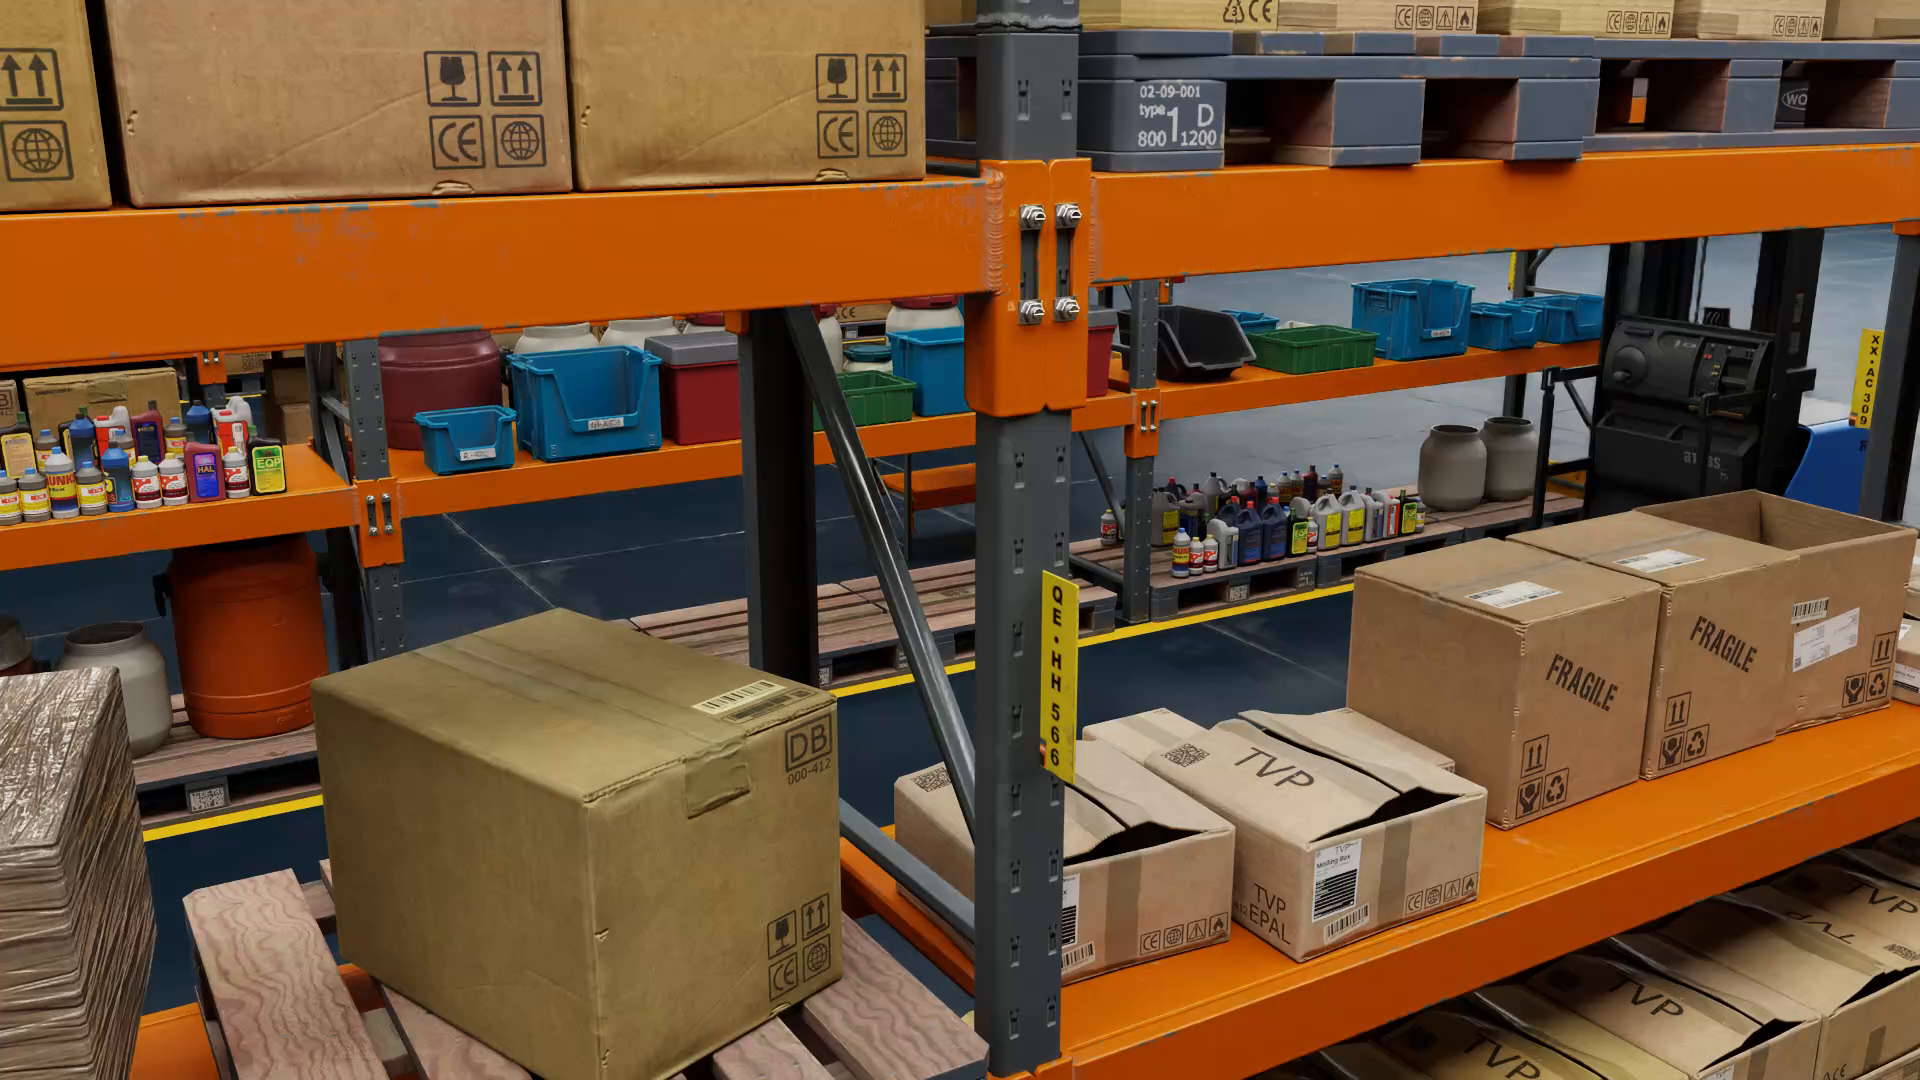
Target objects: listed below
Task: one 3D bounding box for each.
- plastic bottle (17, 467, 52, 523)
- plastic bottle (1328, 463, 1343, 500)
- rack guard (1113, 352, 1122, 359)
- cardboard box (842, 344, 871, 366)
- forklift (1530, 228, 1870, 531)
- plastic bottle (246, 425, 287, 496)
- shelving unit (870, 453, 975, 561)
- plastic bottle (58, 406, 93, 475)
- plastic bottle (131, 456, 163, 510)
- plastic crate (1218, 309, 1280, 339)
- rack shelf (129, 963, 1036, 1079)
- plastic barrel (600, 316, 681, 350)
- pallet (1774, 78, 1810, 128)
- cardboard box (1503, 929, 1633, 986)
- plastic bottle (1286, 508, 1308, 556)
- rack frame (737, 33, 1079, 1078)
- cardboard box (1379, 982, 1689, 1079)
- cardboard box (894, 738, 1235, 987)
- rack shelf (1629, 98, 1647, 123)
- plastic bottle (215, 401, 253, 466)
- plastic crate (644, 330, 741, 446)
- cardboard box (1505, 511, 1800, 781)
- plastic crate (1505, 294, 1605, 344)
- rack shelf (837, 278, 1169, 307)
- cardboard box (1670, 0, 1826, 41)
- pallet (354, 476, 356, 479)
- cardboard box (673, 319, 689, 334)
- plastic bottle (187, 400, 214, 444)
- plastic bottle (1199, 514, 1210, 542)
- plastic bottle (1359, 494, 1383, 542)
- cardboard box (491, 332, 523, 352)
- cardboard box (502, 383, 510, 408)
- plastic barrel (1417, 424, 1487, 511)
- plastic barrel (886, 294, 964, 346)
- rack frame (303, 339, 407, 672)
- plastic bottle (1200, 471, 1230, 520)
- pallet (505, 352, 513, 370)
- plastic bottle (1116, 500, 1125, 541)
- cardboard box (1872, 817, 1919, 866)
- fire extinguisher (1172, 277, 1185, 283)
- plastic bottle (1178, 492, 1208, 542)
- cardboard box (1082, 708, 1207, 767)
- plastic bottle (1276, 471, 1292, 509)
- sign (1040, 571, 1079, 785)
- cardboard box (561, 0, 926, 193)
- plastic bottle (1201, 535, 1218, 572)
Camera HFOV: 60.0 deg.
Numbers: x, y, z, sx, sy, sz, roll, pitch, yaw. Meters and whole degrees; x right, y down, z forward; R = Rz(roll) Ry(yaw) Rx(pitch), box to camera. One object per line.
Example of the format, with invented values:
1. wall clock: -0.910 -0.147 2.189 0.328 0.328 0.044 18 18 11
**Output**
1. plastic bottle: -3.534 -0.175 6.345 0.097 0.201 0.097 0 16 0
2. plastic bottle: 2.459 -0.367 10.903 0.097 0.271 0.097 0 16 0
3. rack guard: 1.558 -1.581 15.623 0.348 0.500 1.175 -9 18 -30
4. cardboard box: -0.955 -1.365 14.076 0.500 0.500 0.500 -3 16 -12
5. forklift: 3.815 -1.003 9.057 3.031 2.935 1.130 -10 18 -31
6. plastic bottle: -2.810 -0.326 6.731 0.133 0.283 0.061 -9 18 -30
7. shelving unit: -0.006 -0.541 10.755 1.048 1.125 0.538 -9 18 -30
8. plastic bottle: -3.756 -0.423 7.078 0.133 0.283 0.061 -9 18 -30
9. plastic bottle: -3.200 -0.229 6.538 0.097 0.201 0.097 0 16 0
10. plastic crate: 1.554 -1.238 10.045 0.616 0.251 0.499 -9 18 -30
11. rack shelf: -1.850 1.234 2.283 4.000 0.370 1.077 -9 18 -30
12. plastic barrel: -1.551 -0.842 8.149 0.421 0.512 0.421 0 16 0
13. pallet: 2.544 -1.173 4.335 1.217 0.209 0.805 -10 19 -32
14. cardboard box: 1.493 1.119 4.638 0.500 0.311 0.500 -9 18 -28
15. plastic bottle: 1.976 -0.053 9.758 0.133 0.283 0.061 -8 18 -27
16. rack frame: -0.136 0.609 3.178 0.127 3.000 1.000 -9 18 -30
17. cardboard box: 1.349 1.311 3.953 0.500 0.311 0.500 -10 18 -31
18. cardboard box: 0.199 0.612 3.335 0.500 0.311 0.500 -8 18 -26
19. rack shelf: 2.460 -2.469 9.936 4.000 0.370 1.077 -9 18 -30
20. plastic bottle: -3.142 -0.457 7.212 0.135 0.276 0.152 -9 18 -30
21. plastic crate: -1.141 -0.722 7.809 0.583 0.464 0.402 -9 18 -30
22. cardboard box: 1.746 0.251 4.271 0.500 0.500 0.500 -9 18 -30
23. plastic crate: 3.899 -1.439 10.760 0.616 0.251 0.499 -9 18 -30
24. rack shelf: -0.091 -2.171 14.429 4.000 0.370 1.077 -9 18 -30
25. cardboard box: 1.623 -1.269 3.823 0.500 0.250 0.500 -11 19 -34
26. pallet: -4.564 -0.449 12.119 1.213 0.211 1.003 -9 18 -30
27. cardboard box: -2.927 -2.777 18.418 0.875 0.875 0.875 -9 18 -29
28. plastic bottle: -3.334 -0.480 7.303 0.097 0.271 0.097 0 16 0
29. plastic bottle: 1.452 -0.016 9.626 0.133 0.283 0.061 -9 18 -30
30. plastic bottle: 2.476 -0.145 10.100 0.135 0.276 0.152 -10 18 -31
31. cardboard box: -4.759 -2.413 17.349 0.750 0.750 1.050 -9 18 -30
32. cardboard box: -3.719 -0.949 12.556 0.500 0.500 0.700 -8 17 -25
33. plastic barrel: 3.220 -0.475 10.877 0.421 0.512 0.421 0 16 0
34. plastic barrel: -0.188 -1.076 8.940 0.433 0.535 0.433 0 16 0
35. rack frame: -2.683 -0.537 7.268 0.127 3.000 1.000 -9 18 -30
36. plastic bottle: 1.590 -0.257 10.363 0.185 0.351 0.144 -9 18 -30
37. pallet: -4.896 -1.933 17.415 1.213 0.211 1.003 -9 18 -30
38. plastic bottle: 0.988 -0.140 10.070 0.133 0.283 0.061 -8 18 -27
39. cardboard box: 3.094 1.028 4.963 0.500 0.311 0.500 -9 18 -30
40. fire extinguisher: 1.959 -2.667 15.010 0.183 0.674 0.296 -9 18 -30
41. plastic bottle: 1.411 -0.146 10.103 0.135 0.276 0.152 -9 18 -30
42. cardboard box: 0.493 0.541 3.886 0.250 0.149 0.380 -9 18 -30
43. plastic bottle: 2.080 -0.306 10.683 0.097 0.271 0.097 0 16 0
44. sign: 0.152 0.214 2.589 0.005 0.325 0.100 -9 18 -30
45. cardboard box: -0.492 -0.815 2.516 0.500 0.500 0.910 -9 18 -30
46. plastic bottle: 1.419 0.071 9.467 0.097 0.201 0.097 0 16 0
